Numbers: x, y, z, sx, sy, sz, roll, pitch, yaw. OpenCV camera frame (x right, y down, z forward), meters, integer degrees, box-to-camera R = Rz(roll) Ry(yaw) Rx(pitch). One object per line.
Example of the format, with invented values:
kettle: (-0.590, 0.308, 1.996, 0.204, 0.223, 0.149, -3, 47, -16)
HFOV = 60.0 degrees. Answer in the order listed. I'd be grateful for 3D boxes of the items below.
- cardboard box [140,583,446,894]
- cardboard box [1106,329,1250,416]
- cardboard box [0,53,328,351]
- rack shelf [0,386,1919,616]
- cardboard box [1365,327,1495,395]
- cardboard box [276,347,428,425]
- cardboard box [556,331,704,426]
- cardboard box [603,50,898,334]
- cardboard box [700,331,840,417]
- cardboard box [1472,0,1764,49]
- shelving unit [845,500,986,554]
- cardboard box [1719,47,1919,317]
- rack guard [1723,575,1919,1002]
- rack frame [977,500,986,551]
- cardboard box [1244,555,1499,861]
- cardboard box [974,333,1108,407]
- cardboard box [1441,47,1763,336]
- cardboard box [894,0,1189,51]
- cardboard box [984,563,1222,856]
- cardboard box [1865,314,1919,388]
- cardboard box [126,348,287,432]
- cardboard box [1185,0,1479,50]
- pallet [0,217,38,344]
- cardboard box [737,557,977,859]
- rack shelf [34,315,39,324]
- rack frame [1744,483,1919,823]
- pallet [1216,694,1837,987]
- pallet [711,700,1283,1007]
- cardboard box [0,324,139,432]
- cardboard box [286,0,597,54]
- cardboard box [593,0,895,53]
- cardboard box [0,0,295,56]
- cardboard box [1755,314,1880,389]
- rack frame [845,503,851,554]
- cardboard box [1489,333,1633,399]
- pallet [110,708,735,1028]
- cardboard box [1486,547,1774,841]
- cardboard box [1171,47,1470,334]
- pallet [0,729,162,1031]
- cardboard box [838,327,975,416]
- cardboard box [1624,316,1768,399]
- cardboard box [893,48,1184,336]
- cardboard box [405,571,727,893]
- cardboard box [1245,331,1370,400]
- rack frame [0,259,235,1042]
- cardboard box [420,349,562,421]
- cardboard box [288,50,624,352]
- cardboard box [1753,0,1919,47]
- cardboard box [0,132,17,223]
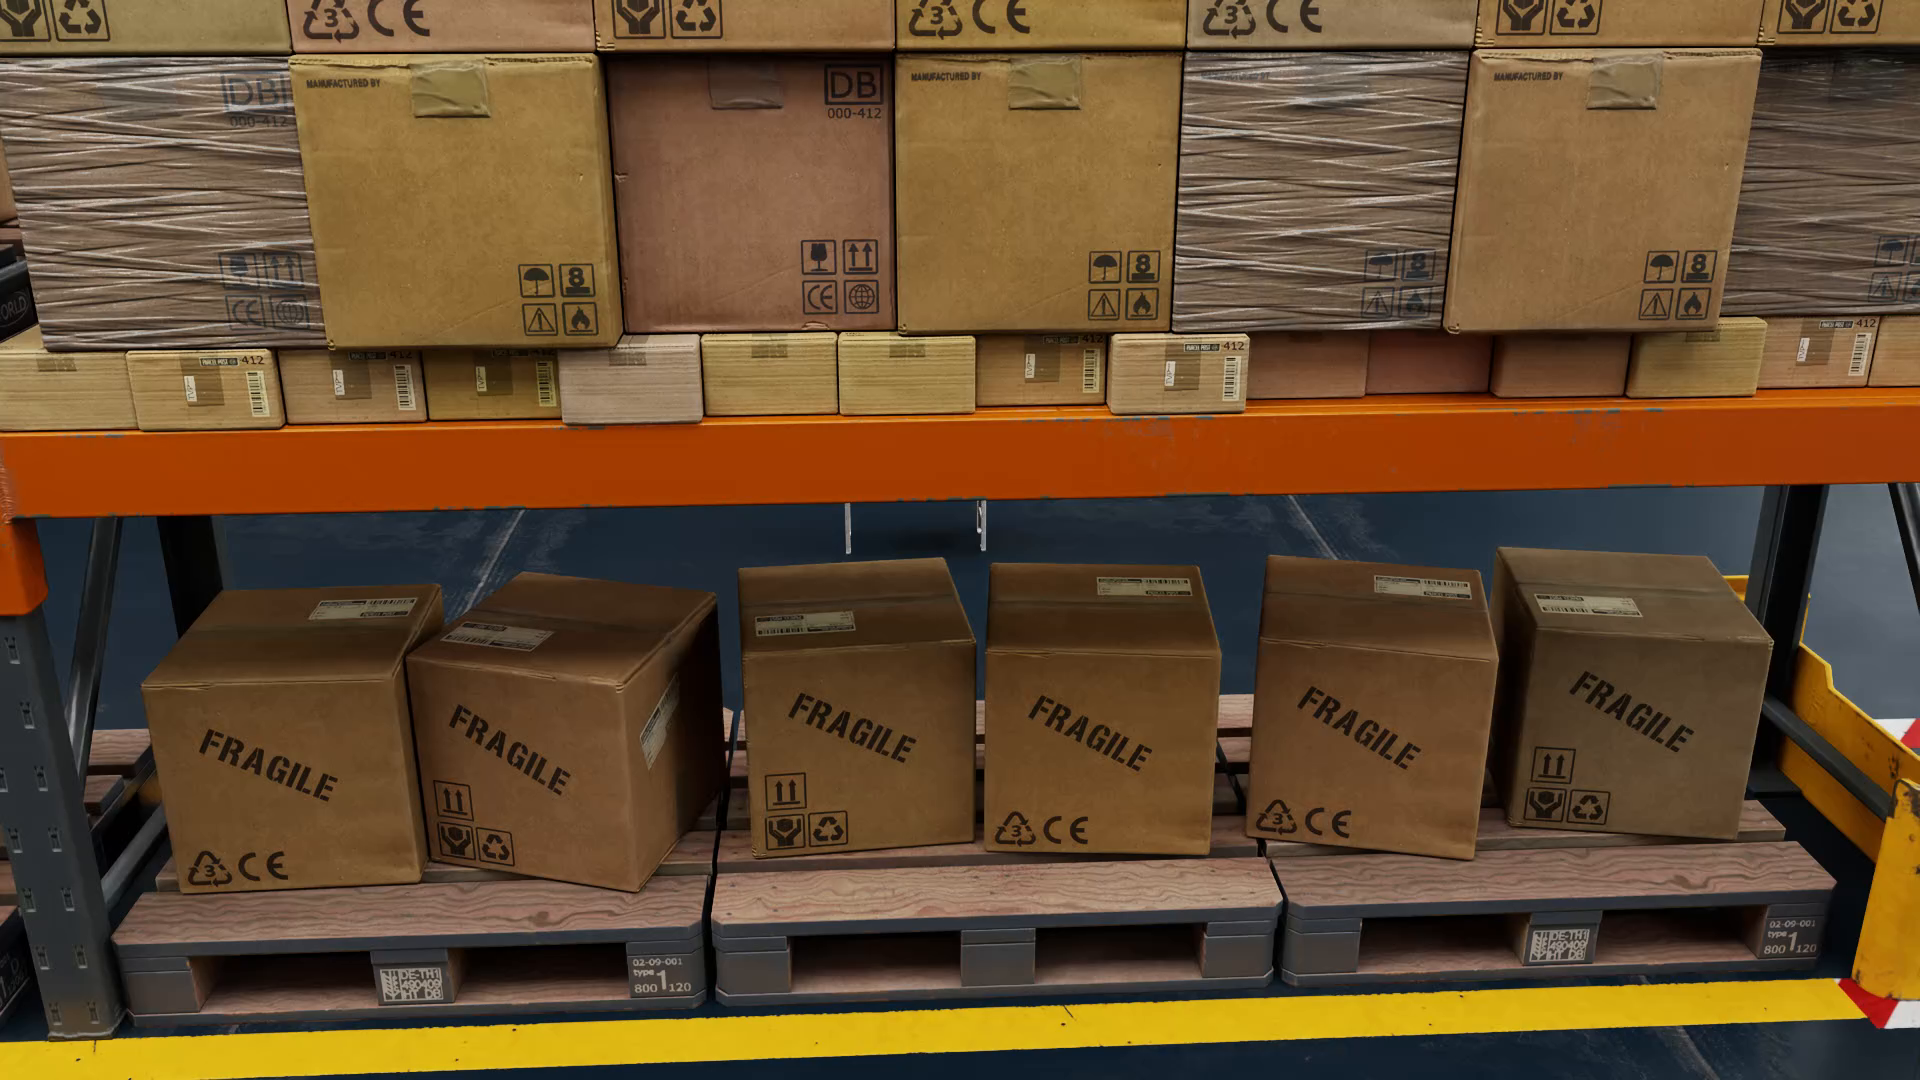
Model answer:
cardboard box: (-1.434, 0.428, 3.703, 0.500, 0.500, 0.500, -2, 21, -5)
cardboard box: (0.393, -0.367, 3.222, 0.250, 0.149, 0.380, -1, 21, -3)
cardboard box: (-1.383, -0.723, 3.245, 0.500, 0.500, 0.875, -1, 21, -3)
rack shelf: (0.161, -0.254, 3.584, 4.000, 0.370, 1.077, -1, 21, -3)
cardboard box: (0.886, -0.416, 3.352, 0.250, 0.149, 0.380, -1, 21, -3)
cardboard box: (-1.106, -0.345, 3.165, 0.250, 0.149, 0.380, -1, 21, -3)
cardboard box: (-0.605, -0.344, 3.162, 0.250, 0.149, 0.380, -1, 21, -3)
cardboard box: (-0.388, -0.766, 3.359, 0.500, 0.500, 0.875, -1, 21, -3)
cardboard box: (-0.357, -0.364, 3.214, 0.250, 0.149, 0.380, -1, 21, -3)
cardboard box: (1.124, -1.173, 3.022, 0.500, 0.500, 0.500, -1, 21, -3)
shelving unit: (-0.165, -0.557, 5.899, 0.503, 1.200, 0.258, -1, 21, -3)
cardboard box: (1.607, -0.815, 3.488, 0.500, 0.500, 0.875, -1, 21, -3)
rack guard: (2.082, 0.539, 4.003, 0.348, 0.500, 1.175, -1, 21, -3)
rack frame: (0.078, -0.562, 5.912, 0.015, 1.200, 0.240, -1, 21, -3)
cardboard box: (0.939, 0.372, 3.851, 0.500, 0.500, 0.500, 4, 21, 11)
cardboard box: (0.140, -0.386, 3.273, 0.250, 0.149, 0.380, -1, 21, -3)
cardboard box: (1.115, -0.763, 3.350, 0.500, 0.500, 0.875, -1, 21, -3)
cardboard box: (0.125, -1.156, 2.979, 0.500, 0.500, 0.500, -1, 21, -3)
cardboard box: (0.312, 0.378, 3.835, 0.500, 0.500, 0.500, 1, 21, 2)
cardboard box: (1.885, -0.435, 3.400, 0.250, 0.149, 0.380, -1, 21, -3)
cardboard box: (-1.354, -0.330, 3.126, 0.250, 0.149, 0.380, -1, 21, -3)
cardboard box: (0.625, -1.164, 2.998, 0.500, 0.500, 0.500, -1, 21, -3)
pallet: (-2.607, -0.496, 3.478, 1.213, 0.211, 1.003, -1, 21, -3)
cardboard box: (-0.247, 0.373, 3.847, 0.500, 0.500, 0.500, -3, 21, -8)
rack shelf: (-3.832, -0.173, 3.371, 4.000, 0.370, 1.077, -1, 21, -3)
rack frame: (2.158, -0.631, 3.563, 0.127, 3.000, 1.000, -1, 21, -3)
pallet: (1.269, 0.678, 4.044, 1.213, 0.211, 1.003, -1, 21, -3)
pallet: (0.054, 0.701, 3.982, 1.213, 0.211, 1.003, -1, 21, -3)
cardboard box: (-1.604, -0.330, 3.125, 0.250, 0.149, 0.380, -1, 21, -3)
cardboard box: (-0.873, -1.132, 2.916, 0.500, 0.500, 0.500, -1, 21, -3)
cardboard box: (-0.374, -1.142, 2.942, 0.500, 0.500, 0.500, -1, 21, -3)
cardboard box: (-1.372, -1.122, 2.888, 0.500, 0.500, 0.500, -1, 21, -3)
cardboard box: (1.635, -0.430, 3.387, 0.250, 0.149, 0.380, -1, 21, -3)
rack frame: (-0.409, -0.552, 5.886, 0.015, 1.200, 0.240, -1, 21, -3)
cardboard box: (1.138, -0.407, 3.327, 0.250, 0.149, 0.380, -1, 21, -3)
pallet: (-1.167, 0.727, 3.914, 1.213, 0.211, 1.003, -1, 21, -3)
cardboard box: (1.533, 0.348, 3.915, 0.500, 0.500, 0.500, 3, 21, 7)
cardboard box: (0.613, -0.768, 3.363, 0.500, 0.500, 0.875, -1, 21, -3)
pallet: (-2.613, 0.770, 3.803, 1.213, 0.211, 1.003, -1, 21, -3)
cardboard box: (-0.107, -0.365, 3.217, 0.250, 0.149, 0.380, -1, 21, -3)
cardboard box: (1.389, -0.406, 3.325, 0.250, 0.149, 0.380, -1, 21, -3)
cardboard box: (0.113, -0.762, 3.348, 0.500, 0.500, 0.875, -1, 21, -3)
cardboard box: (-0.863, 0.414, 3.741, 0.500, 0.500, 0.500, 5, 22, 14)
cardboard box: (0.638, -0.403, 3.318, 0.250, 0.149, 0.380, -1, 21, -3)
rack frame: (-1.836, -0.550, 3.349, 0.127, 3.000, 1.000, -1, 21, -3)
cardboard box: (-0.856, -0.354, 3.187, 0.250, 0.149, 0.380, -1, 21, -3)
cardboard box: (-0.882, -0.720, 3.239, 0.500, 0.500, 0.875, -1, 21, -3)
cardboard box: (1.623, -1.185, 3.054, 0.500, 0.500, 0.500, -1, 21, -3)
cardboard box: (-2.637, -1.060, 3.256, 1.000, 1.000, 1.000, -1, 21, -3)
